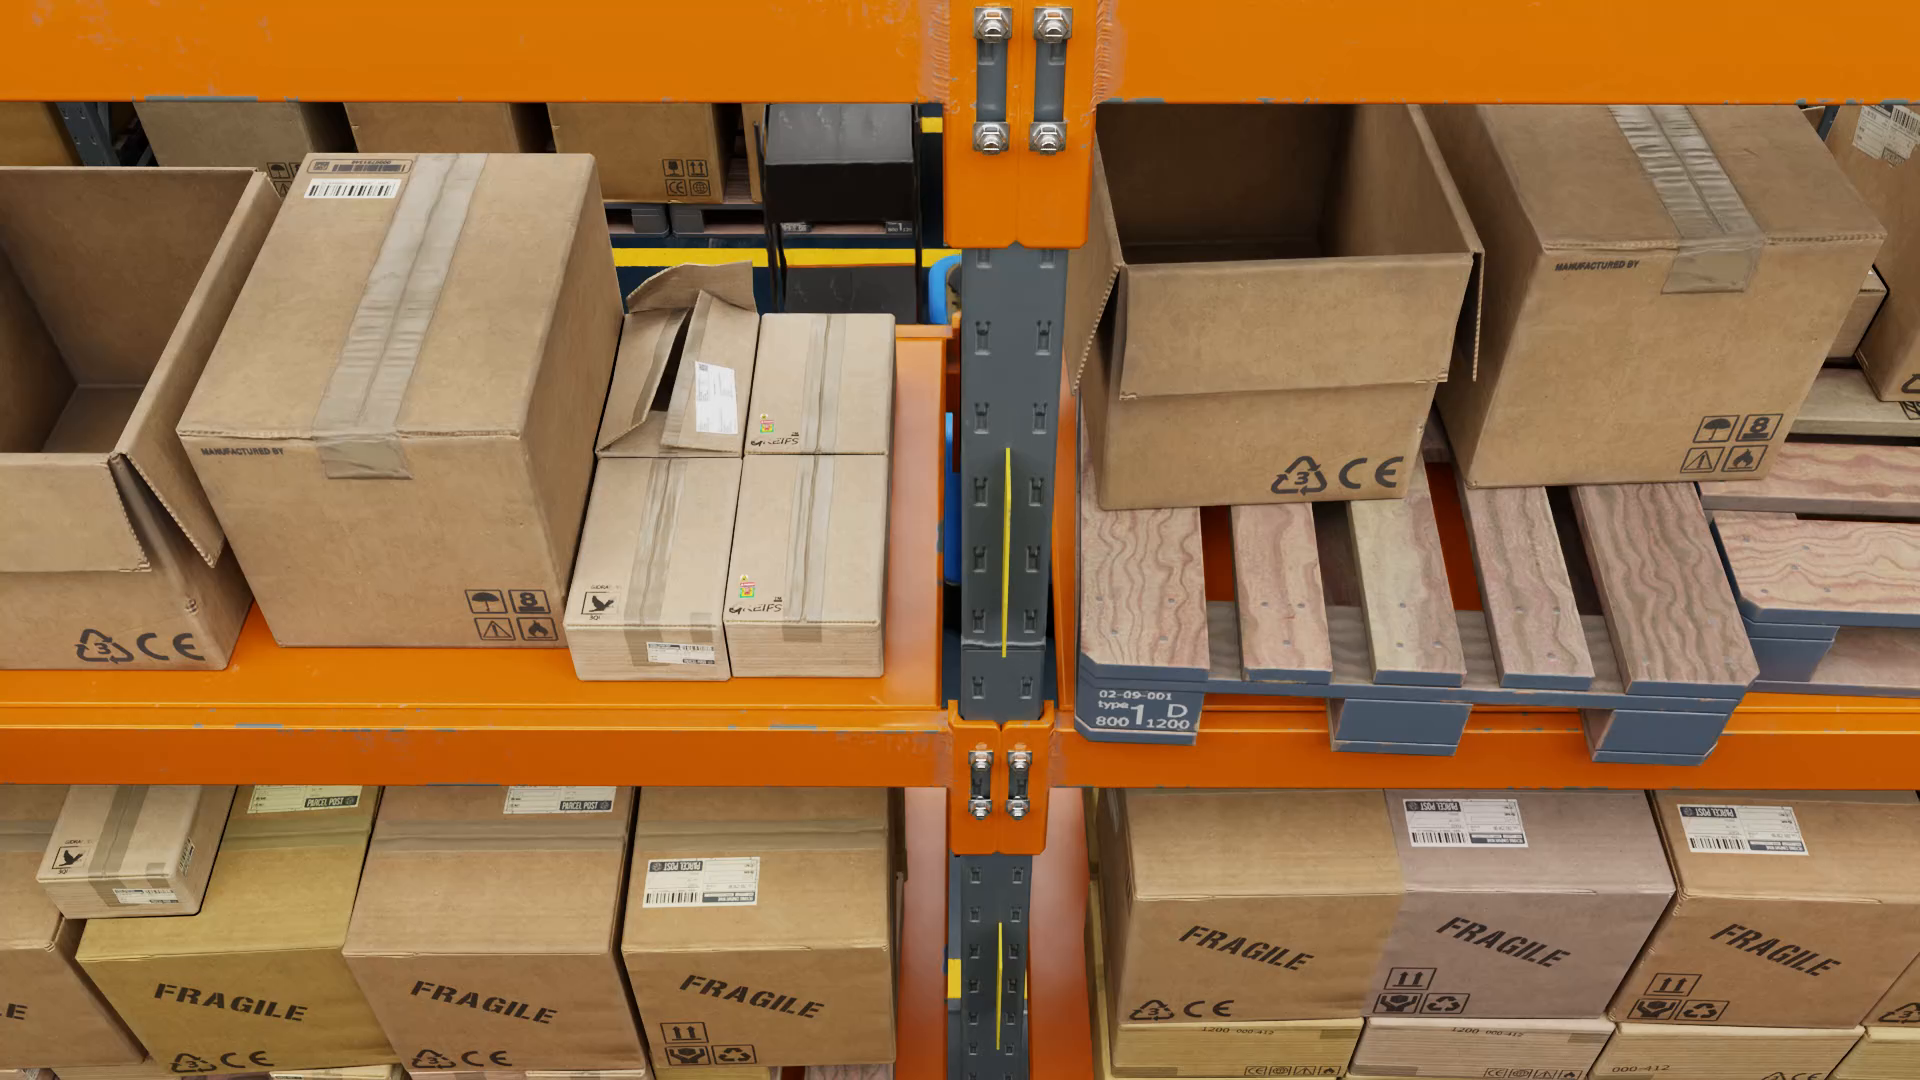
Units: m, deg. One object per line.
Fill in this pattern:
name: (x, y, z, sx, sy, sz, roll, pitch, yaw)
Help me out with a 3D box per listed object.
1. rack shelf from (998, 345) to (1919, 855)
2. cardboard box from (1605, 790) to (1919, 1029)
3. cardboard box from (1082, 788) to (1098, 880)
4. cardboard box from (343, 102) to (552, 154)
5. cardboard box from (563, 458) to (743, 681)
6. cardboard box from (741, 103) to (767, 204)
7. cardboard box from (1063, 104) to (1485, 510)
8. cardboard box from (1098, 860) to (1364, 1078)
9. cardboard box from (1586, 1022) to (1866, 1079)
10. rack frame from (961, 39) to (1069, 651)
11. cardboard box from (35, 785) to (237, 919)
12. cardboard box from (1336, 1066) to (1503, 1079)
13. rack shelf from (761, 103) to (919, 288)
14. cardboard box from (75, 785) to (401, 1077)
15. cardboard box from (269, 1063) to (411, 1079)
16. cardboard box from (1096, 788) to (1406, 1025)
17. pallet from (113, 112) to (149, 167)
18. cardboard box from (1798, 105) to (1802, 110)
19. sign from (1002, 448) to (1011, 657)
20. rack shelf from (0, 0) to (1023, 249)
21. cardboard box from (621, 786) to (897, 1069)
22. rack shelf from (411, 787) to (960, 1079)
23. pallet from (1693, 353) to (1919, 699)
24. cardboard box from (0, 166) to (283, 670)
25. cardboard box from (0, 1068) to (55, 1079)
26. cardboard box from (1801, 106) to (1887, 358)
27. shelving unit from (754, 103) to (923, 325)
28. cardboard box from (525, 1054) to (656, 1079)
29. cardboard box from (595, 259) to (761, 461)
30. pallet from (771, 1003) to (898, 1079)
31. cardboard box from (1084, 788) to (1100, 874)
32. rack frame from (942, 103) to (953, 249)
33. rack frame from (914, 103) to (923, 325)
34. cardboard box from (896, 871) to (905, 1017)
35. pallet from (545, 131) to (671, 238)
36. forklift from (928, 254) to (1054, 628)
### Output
rack shelf: (2.067, 0.051, 3.096, 4.000, 0.370, 1.077, 0, 47, 0)
cardboard box: (1.573, 0.635, 3.359, 0.500, 0.500, 0.500, 1, 47, 1)
cardboard box: (0.574, 0.684, 4.166, 0.500, 0.250, 0.500, -1, 47, -1)
cardboard box: (-2.430, -2.248, 8.043, 0.750, 0.750, 1.050, 0, 47, 0)
cardboard box: (-0.498, 0.044, 2.782, 0.250, 0.149, 0.380, 0, 47, 0)
cardboard box: (-0.624, -2.246, 8.041, 0.750, 0.750, 1.050, 0, 47, 0)
cardboard box: (0.444, -0.488, 2.748, 0.637, 0.503, 0.797, -2, 47, -2)
cardboard box: (0.573, 0.885, 3.638, 0.500, 0.250, 0.500, 0, 47, 0)
cardboard box: (1.588, 0.898, 3.626, 0.500, 0.250, 0.500, 0, 47, 0)
rack frame: (0.067, -1.222, 1.740, 0.127, 3.000, 1.000, 0, 47, 0)
cardboard box: (-1.570, 0.525, 3.211, 0.250, 0.149, 0.380, -2, 47, -2)
cardboard box: (1.069, 1.047, 3.829, 0.500, 0.250, 0.500, -1, 47, -1)
rack shelf: (-0.382, -1.166, 5.463, 0.480, 0.518, 0.431, -1, 47, -1)
cardboard box: (-1.410, 0.752, 3.442, 0.500, 0.500, 0.500, -3, 47, -3)
cardboard box: (-1.309, 1.023, 3.633, 0.250, 0.149, 0.380, 1, 47, 1)
cardboard box: (0.559, 0.628, 3.365, 0.500, 0.500, 0.500, -1, 47, -1)
pallet: (-4.776, -1.922, 8.395, 1.213, 0.211, 1.003, 0, 47, 0)
cardboard box: (4.378, -2.211, 8.419, 0.250, 0.149, 0.380, 1, 47, 1)
sign: (0.063, 0.021, 2.279, 0.005, 0.325, 0.100, 0, 47, 0)
rack shelf: (-1.933, -0.846, 2.154, 4.000, 0.370, 1.077, 0, 47, 0)
cardboard box: (-0.389, 0.746, 3.448, 0.500, 0.500, 0.500, -1, 47, -1)
rack shelf: (-1.933, 1.062, 4.204, 4.000, 0.370, 1.077, 0, 47, 0)
pallet: (1.829, -0.172, 2.940, 1.213, 0.211, 1.003, 2, 47, 2)
cardboard box: (-1.459, -0.218, 2.784, 0.637, 0.503, 0.797, 0, 47, 0)
cardboard box: (-2.078, 1.010, 3.645, 0.250, 0.149, 0.380, 2, 47, 2)
cardboard box: (1.445, -0.550, 2.968, 0.258, 0.266, 0.396, -1, 47, -1)
shelving unit: (-0.382, -0.698, 5.966, 0.503, 2.100, 0.431, -1, 47, -1)
cardboard box: (-0.782, 1.020, 3.636, 0.250, 0.149, 0.380, 0, 47, 0)
cardboard box: (-0.503, -0.280, 3.004, 0.258, 0.266, 0.396, 0, 47, 0)
pallet: (-0.646, 0.963, 3.935, 1.003, 0.211, 1.213, 0, 47, 0)
cardboard box: (0.552, 0.518, 3.979, 0.500, 0.250, 0.500, 0, 47, 0)
rack frame: (-0.016, -2.802, 7.308, 0.127, 3.000, 1.000, 0, 47, 0)
rack frame: (-0.138, -0.704, 5.971, 0.015, 2.100, 0.400, -1, 47, -1)
cardboard box: (-0.262, 0.936, 3.714, 0.250, 0.149, 0.380, 2, 47, 2)
pallet: (-2.021, -1.914, 8.388, 1.213, 0.211, 1.003, 0, 47, 0)
forklift: (1.396, -1.031, 5.708, 3.031, 2.935, 1.130, -1, 47, -1)
